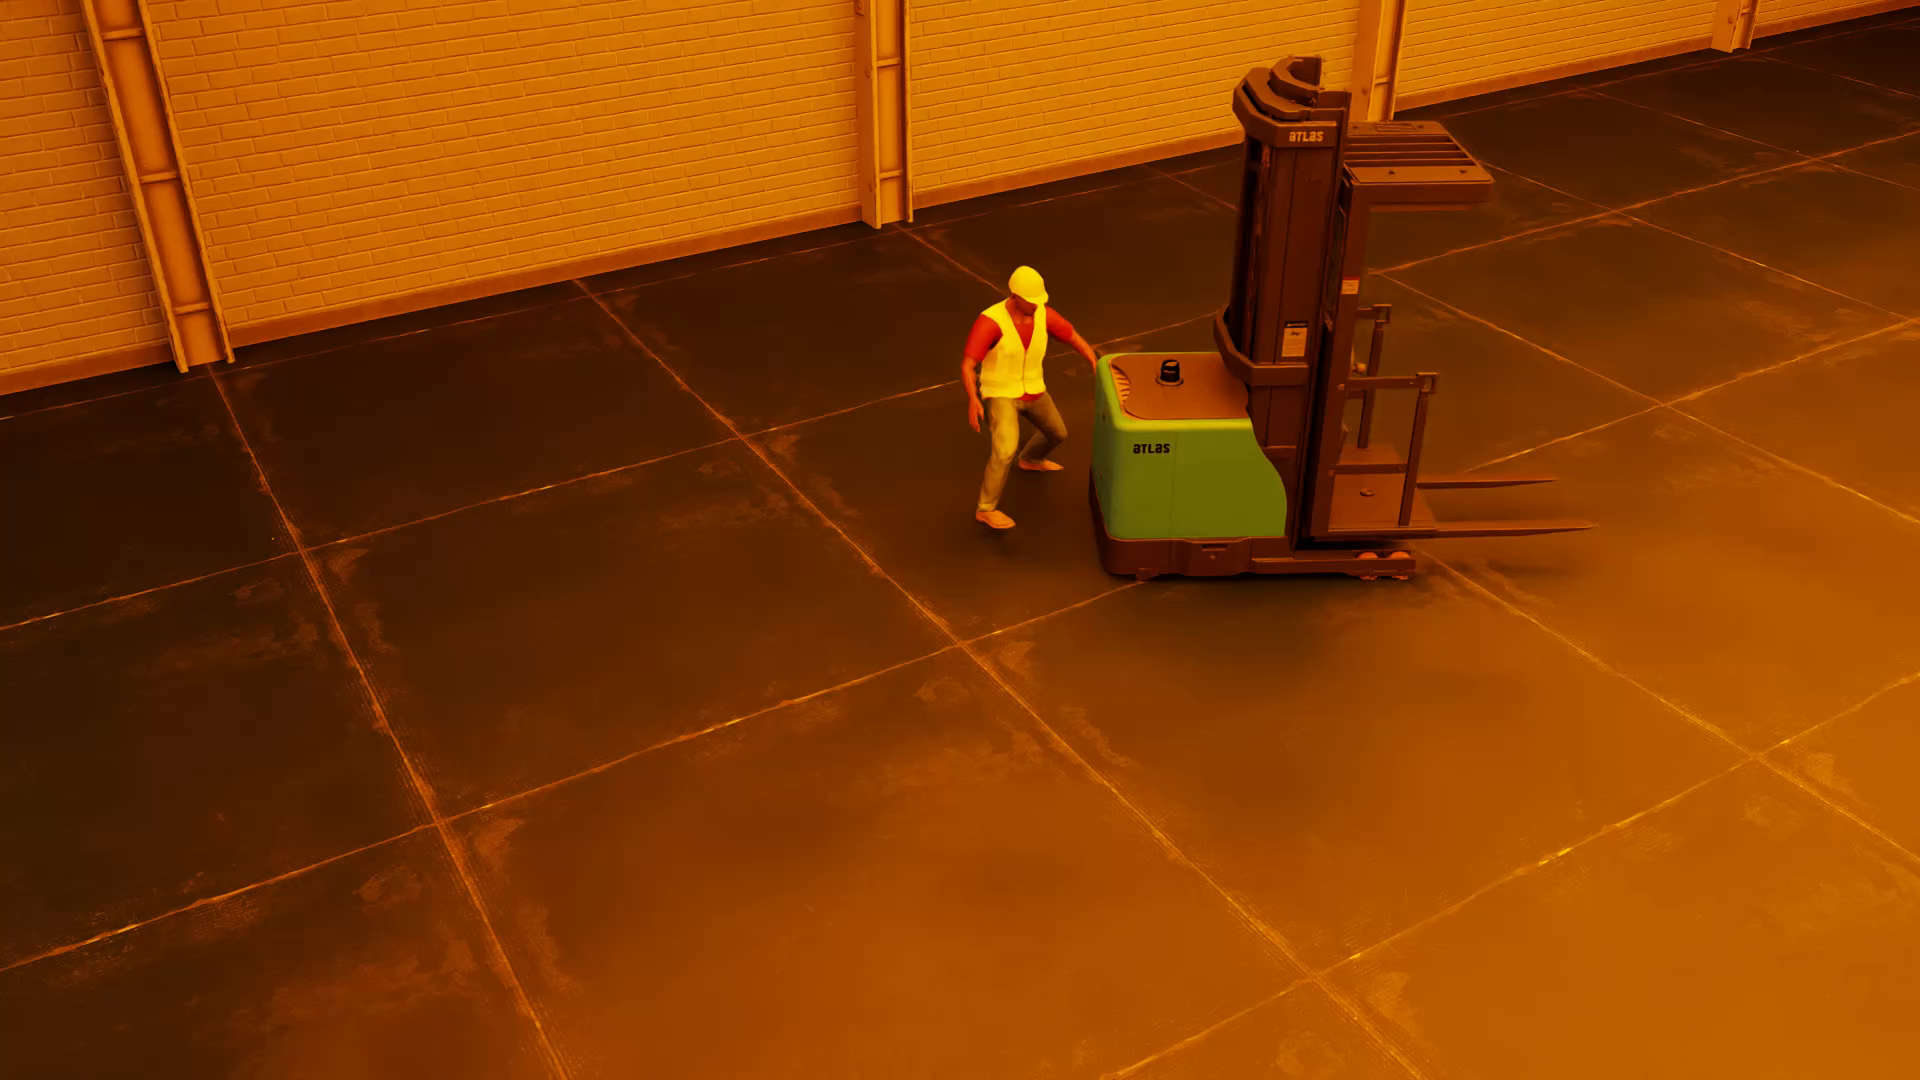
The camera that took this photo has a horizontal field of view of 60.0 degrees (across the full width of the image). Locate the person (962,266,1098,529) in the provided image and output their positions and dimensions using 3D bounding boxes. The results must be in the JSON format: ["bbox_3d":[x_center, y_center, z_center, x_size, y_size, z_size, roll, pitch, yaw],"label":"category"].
[{"bbox_3d":[0.447,-0.957,10.568,1.011,1.631,0.815,-17,35,-26],"label":"person"}]

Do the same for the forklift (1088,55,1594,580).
[{"bbox_3d":[2.367,-1.286,9.795,3.031,2.935,1.130,-1,31,-2],"label":"forklift"}]
